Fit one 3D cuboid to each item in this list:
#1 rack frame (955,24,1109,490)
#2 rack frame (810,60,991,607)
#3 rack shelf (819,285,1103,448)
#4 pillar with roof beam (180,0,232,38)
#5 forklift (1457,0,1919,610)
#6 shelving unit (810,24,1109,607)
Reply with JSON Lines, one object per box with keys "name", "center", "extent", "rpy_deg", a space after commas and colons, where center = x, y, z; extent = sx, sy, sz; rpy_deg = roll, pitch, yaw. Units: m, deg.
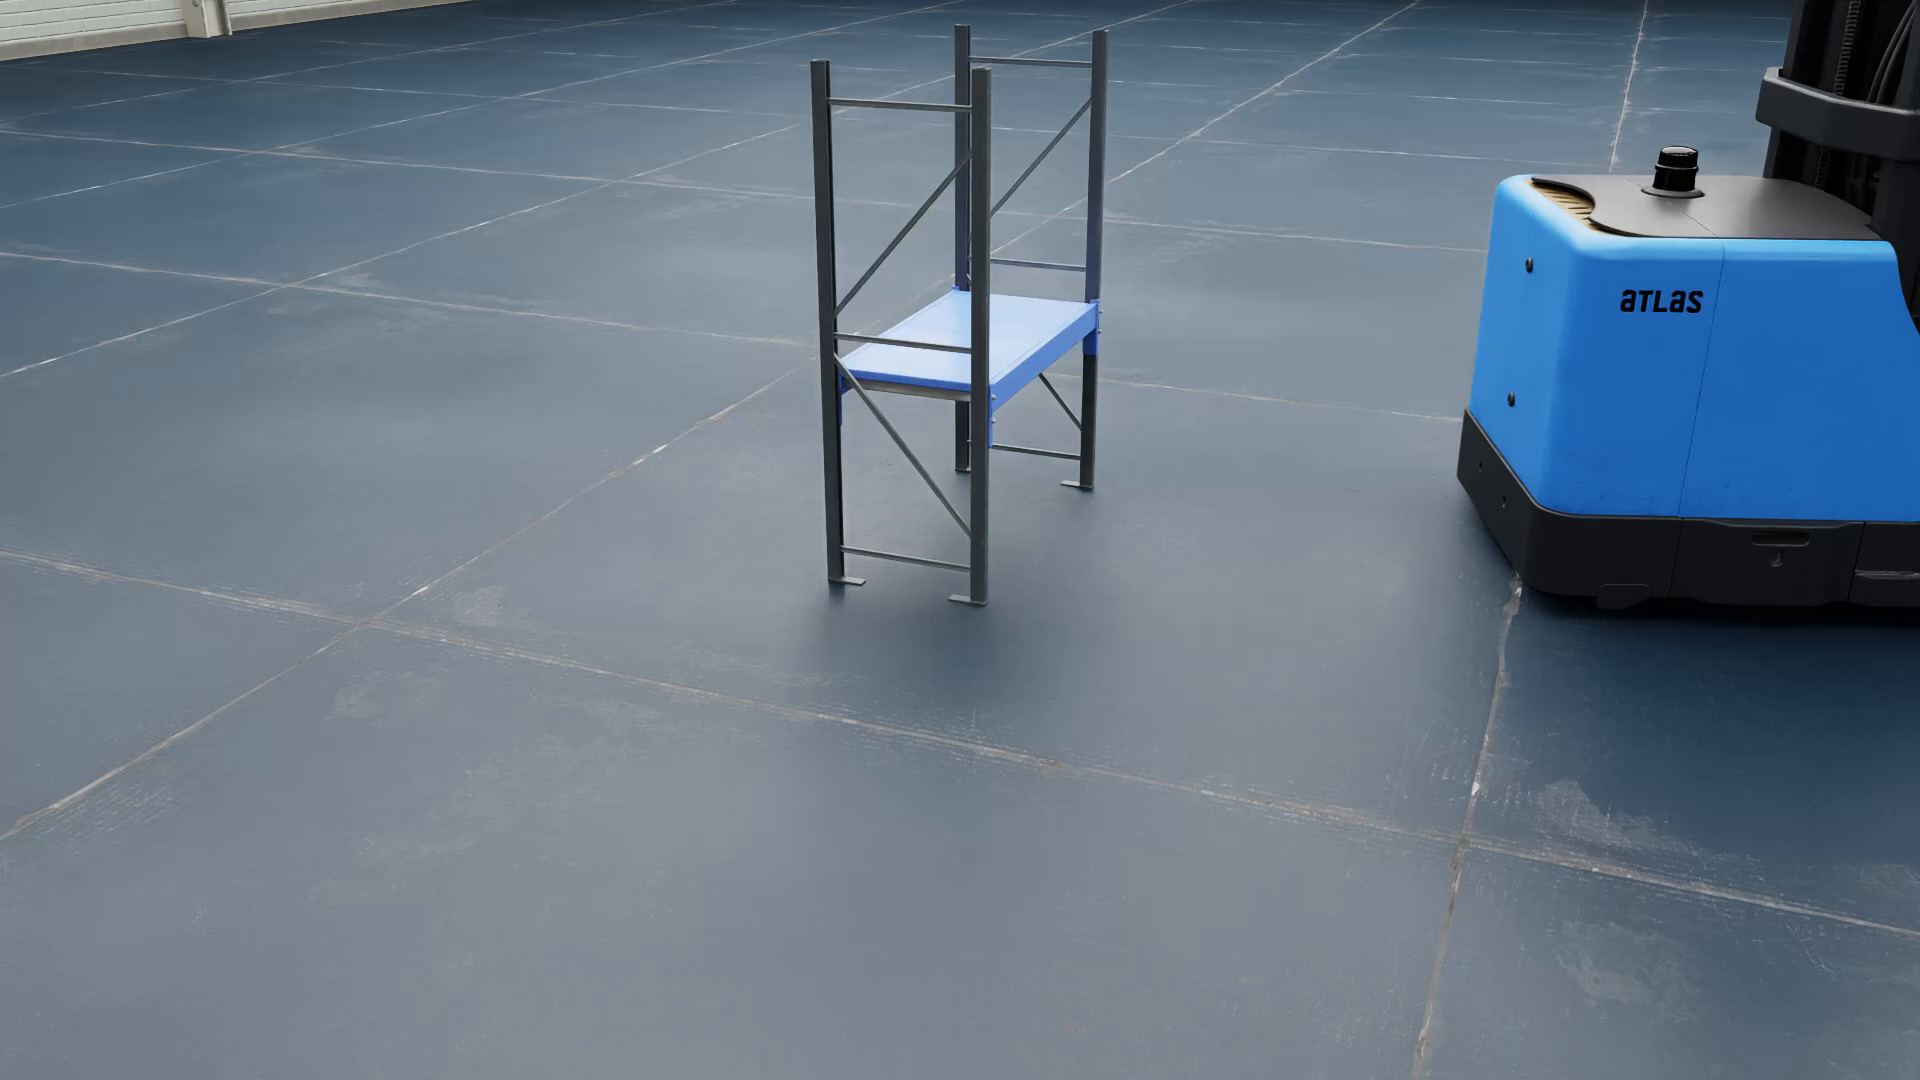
{"name": "rack frame", "center": [0.220, -0.904, 5.470], "extent": [0.500, 1.500, 0.032], "rpy_deg": [9, 24, 20]}
{"name": "rack frame", "center": [-0.157, -0.541, 4.599], "extent": [0.500, 1.500, 0.032], "rpy_deg": [9, 24, 20]}
{"name": "rack shelf", "center": [0.032, -0.557, 5.103], "extent": [0.538, 0.185, 1.000], "rpy_deg": [9, 24, 20]}
{"name": "pillar with roof beam", "center": [-4.659, -9.356, 15.973], "extent": [9.100, 9.000, 0.400], "rpy_deg": [9, 24, 20]}
{"name": "forklift", "center": [3.153, -1.301, 4.562], "extent": [3.031, 2.935, 1.130], "rpy_deg": [1, 23, 3]}
{"name": "shelving unit", "center": [0.032, -0.723, 5.034], "extent": [0.538, 1.500, 1.048], "rpy_deg": [9, 24, 20]}
